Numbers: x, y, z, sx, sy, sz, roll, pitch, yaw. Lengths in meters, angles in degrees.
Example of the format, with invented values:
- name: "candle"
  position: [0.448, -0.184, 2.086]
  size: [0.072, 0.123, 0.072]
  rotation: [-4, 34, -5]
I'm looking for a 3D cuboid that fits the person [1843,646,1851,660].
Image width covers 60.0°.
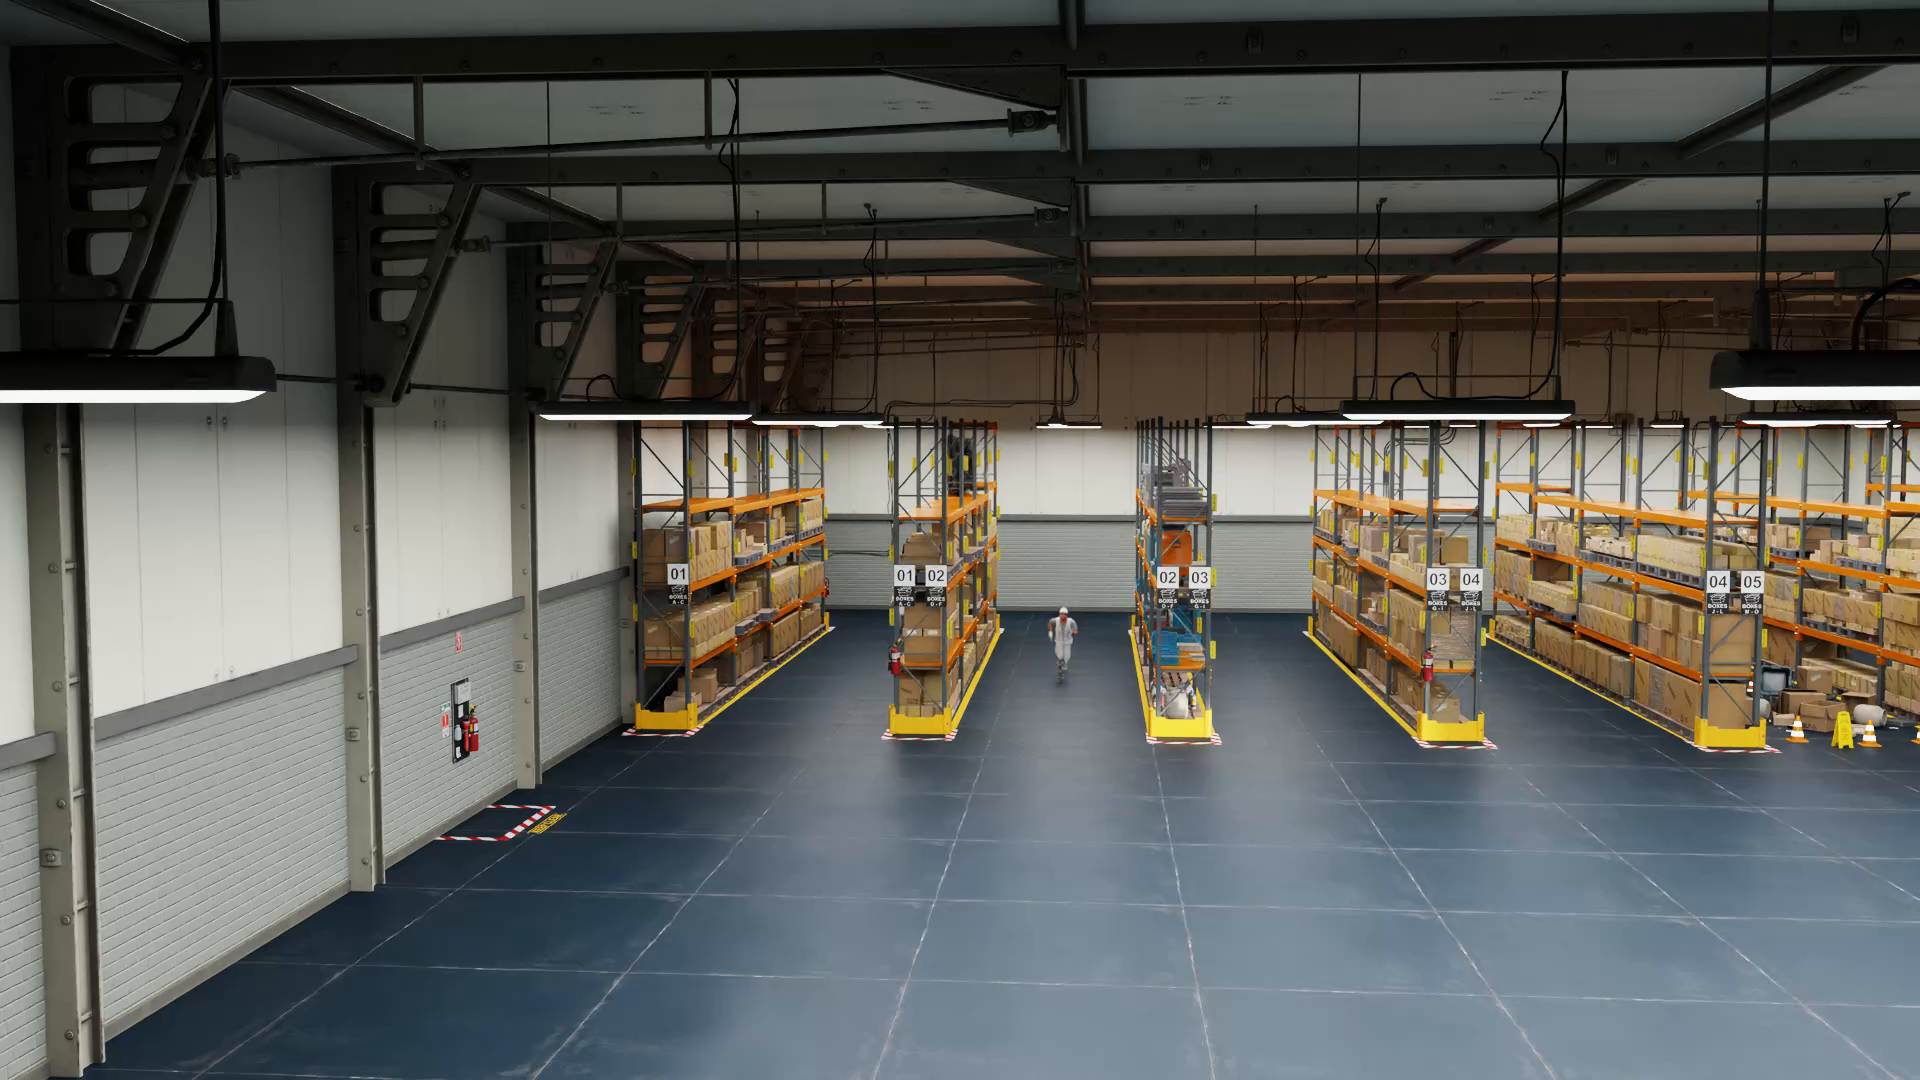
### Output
- name: "person"
  position: [21.279, 2.191, 40.243]
  size: [0.646, 1.840, 0.886]
  rotation: [0, 4, 1]

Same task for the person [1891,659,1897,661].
- name: "person"
  position: [21.587, 2.425, 38.105]
  size: [0.627, 1.698, 0.761]
  rotation: [0, 4, 0]

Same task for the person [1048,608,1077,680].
- name: "person"
  position: [2.342, 2.371, 37.860]
  size: [0.642, 1.700, 0.886]
  rotation: [0, 4, -2]

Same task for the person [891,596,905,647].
- name: "person"
  position: [-1.477, 1.970, 44.284]
  size: [0.714, 1.733, 0.791]
  rotation: [0, 4, 0]
